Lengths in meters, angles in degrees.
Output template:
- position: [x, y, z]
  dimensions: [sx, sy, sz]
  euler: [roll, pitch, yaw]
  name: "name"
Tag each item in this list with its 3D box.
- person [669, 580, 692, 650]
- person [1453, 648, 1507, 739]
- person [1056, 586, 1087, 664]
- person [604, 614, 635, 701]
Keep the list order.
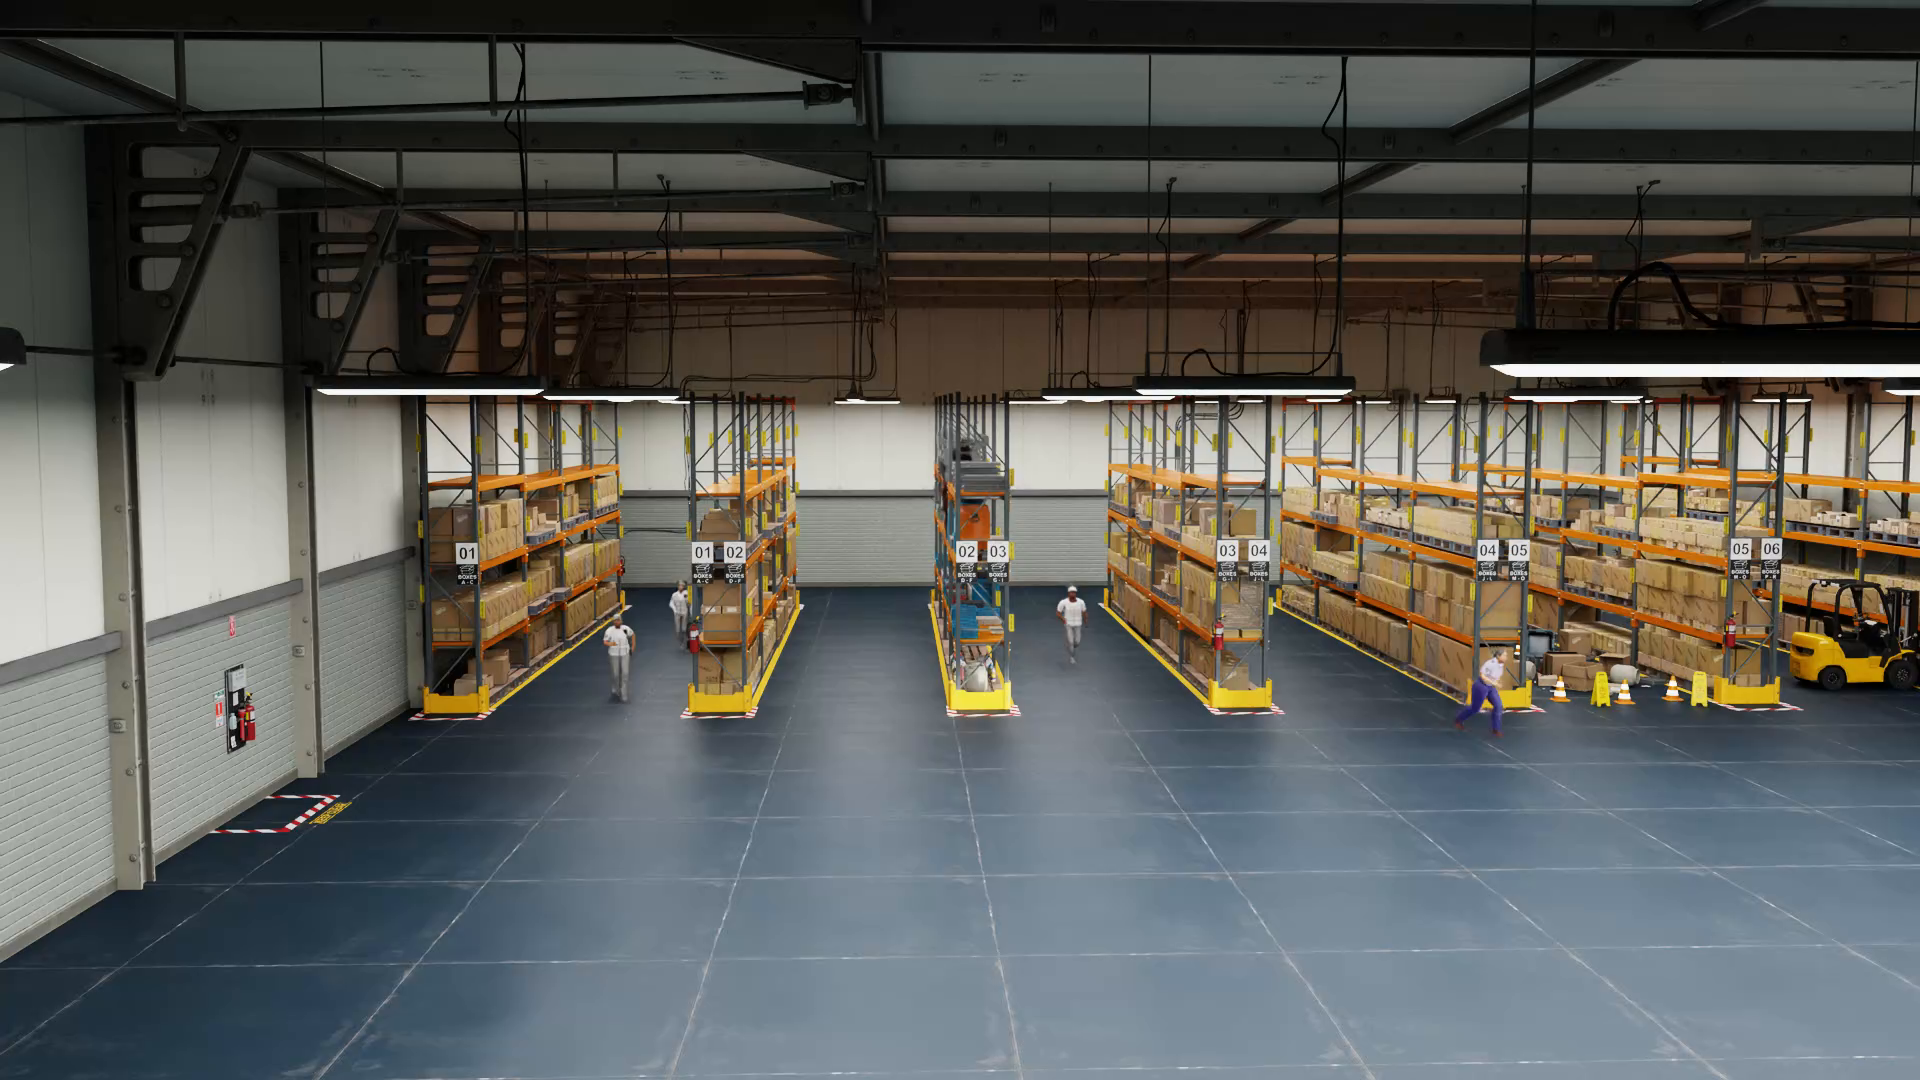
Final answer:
- position: [-6.570, 1.763, 39.279]
  dimensions: [0.612, 1.652, 0.548]
  euler: [0, 5, 4]
  name: "person"
- position: [9.082, 2.647, 29.008]
  dimensions: [0.967, 1.612, 0.648]
  euler: [4, 6, 43]
  name: "person"
- position: [2.503, 1.890, 37.221]
  dimensions: [0.702, 1.726, 0.598]
  euler: [-1, 5, -8]
  name: "person"
- position: [-6.691, 2.299, 32.681]
  dimensions: [0.607, 1.705, 0.802]
  euler: [-1, 5, -11]
  name: "person"
